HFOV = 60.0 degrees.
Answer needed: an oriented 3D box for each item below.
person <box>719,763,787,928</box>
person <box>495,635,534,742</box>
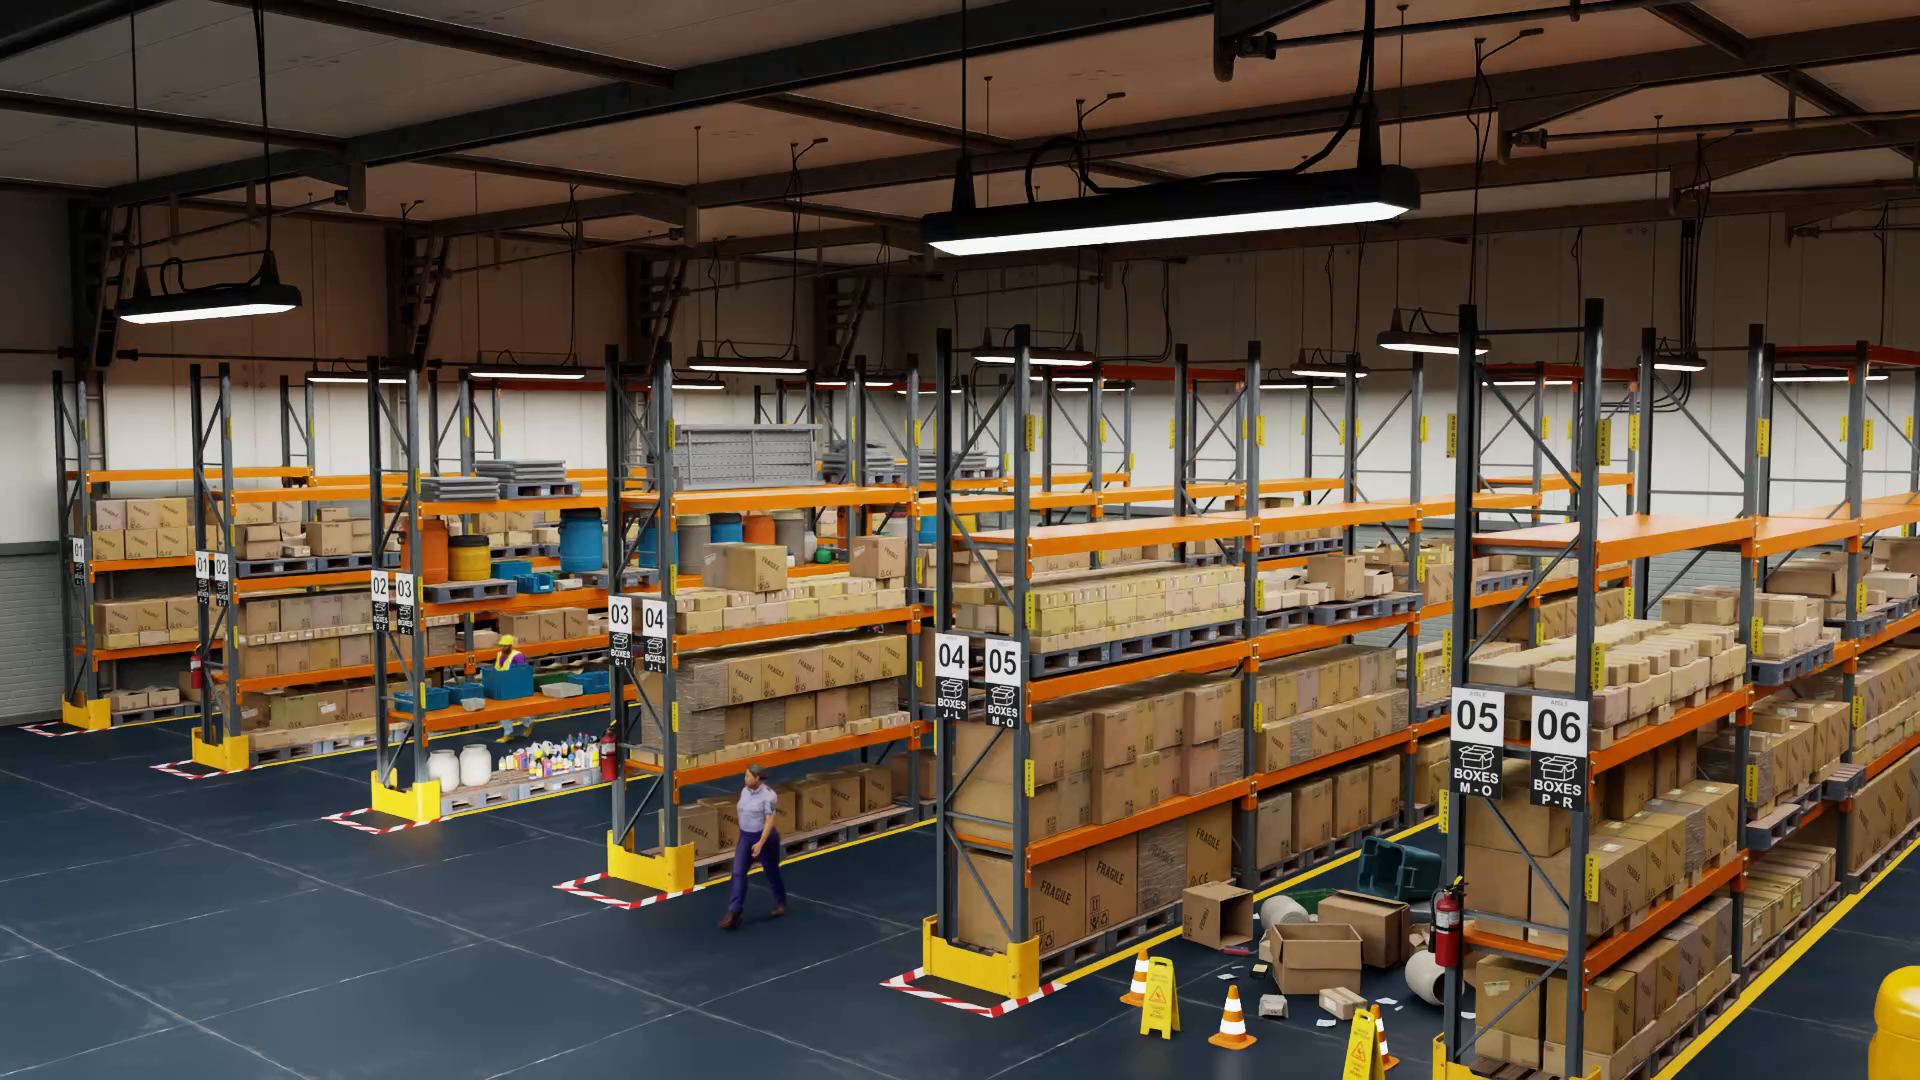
[{"bbox_3d":[-2.123,3.115,17.097,0.501,1.592,0.914,2,5,30],"label":"person"},{"bbox_3d":[-7.195,2.370,26.767,0.642,1.745,0.664,2,5,26],"label":"person"}]
